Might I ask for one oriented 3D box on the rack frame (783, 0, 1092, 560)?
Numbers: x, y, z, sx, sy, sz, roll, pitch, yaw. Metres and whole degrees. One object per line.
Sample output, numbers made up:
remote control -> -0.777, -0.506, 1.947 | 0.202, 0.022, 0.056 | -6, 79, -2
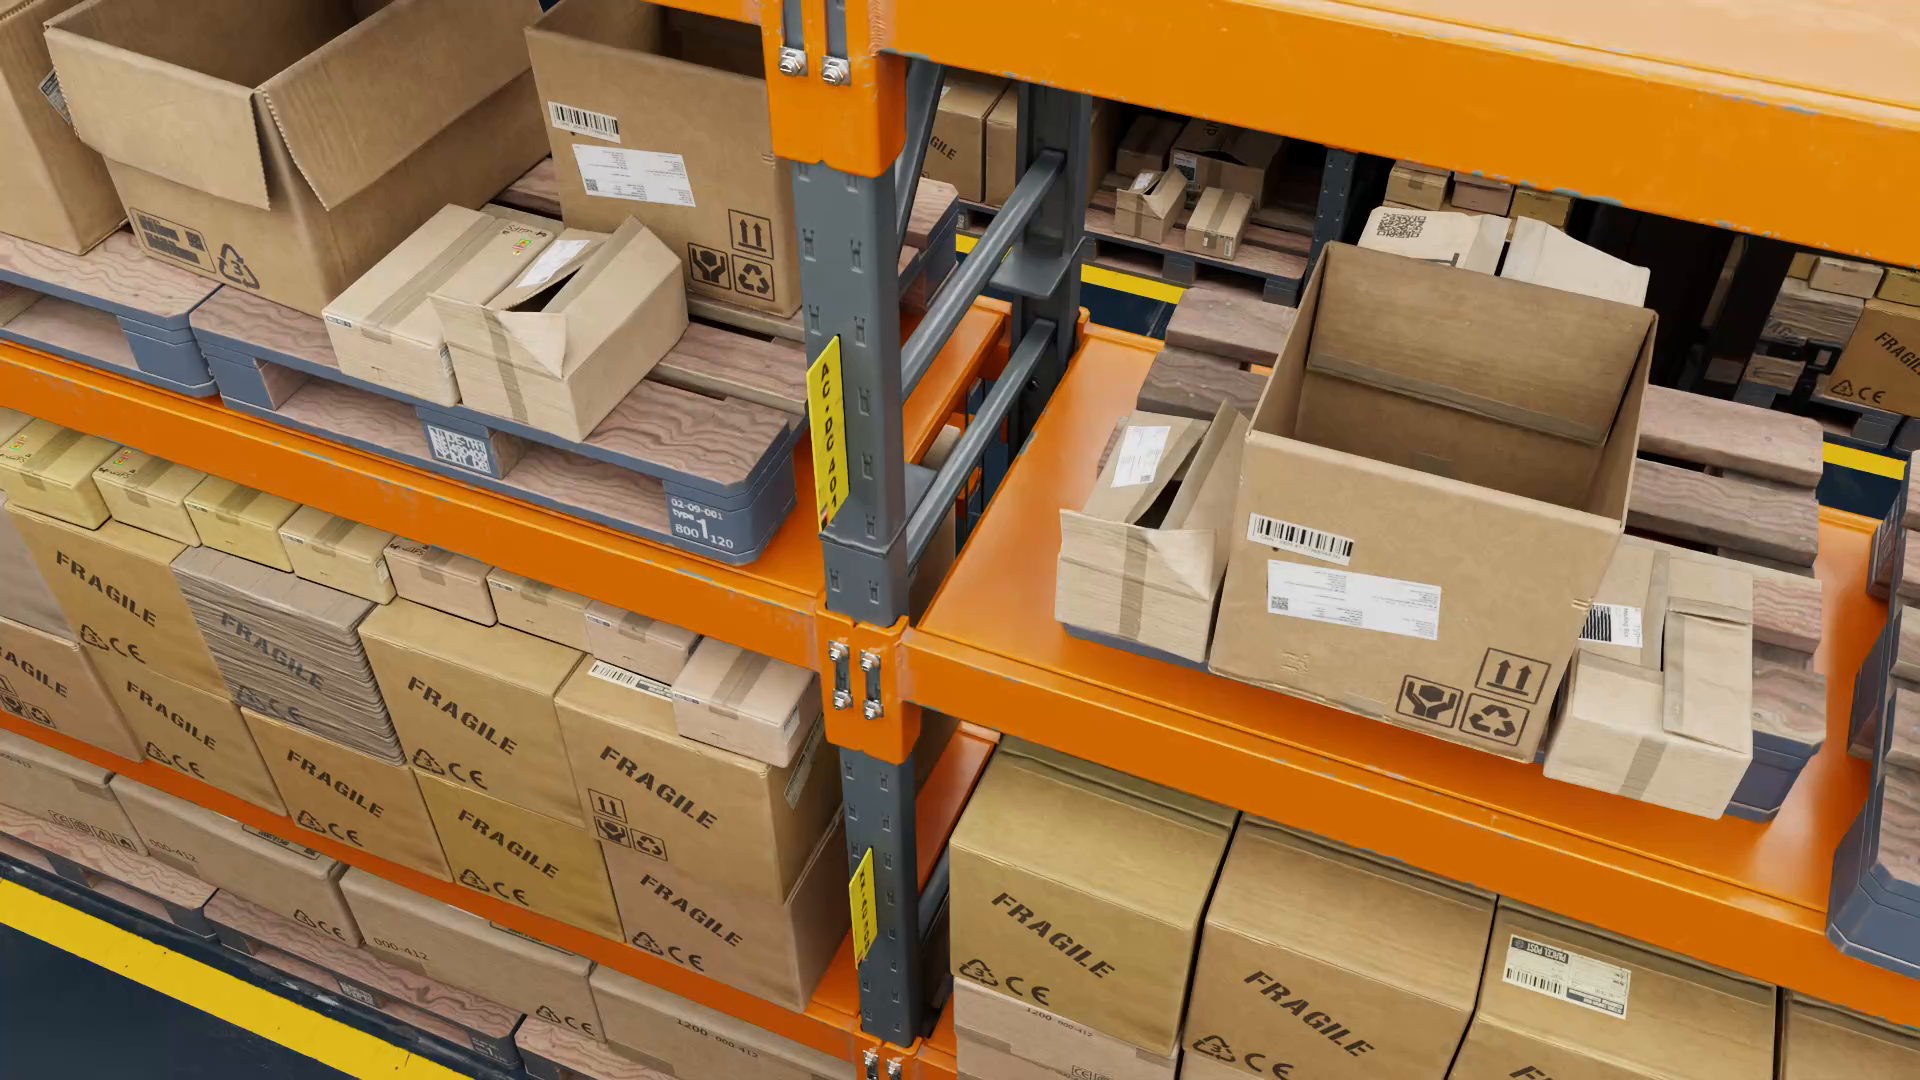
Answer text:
rack frame -> 0.009, -1.373, 2.089 | 0.127, 3.000, 1.000 | 16, 47, 16

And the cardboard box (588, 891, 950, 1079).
cardboard box -> -0.529, 1.273, 5.202 | 0.875, 0.438, 0.875 | 16, 47, 15

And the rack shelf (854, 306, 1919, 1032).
rack shelf -> 1.855, 0.489, 2.855 | 4.000, 0.370, 1.077 | 16, 47, 16

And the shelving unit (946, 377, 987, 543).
shelving unit -> -0.049, -0.387, 6.733 | 0.252, 1.050, 0.215 | 16, 47, 16

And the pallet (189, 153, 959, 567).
pallet -> -0.742, -0.507, 3.408 | 1.213, 0.211, 1.003 | 16, 47, 16

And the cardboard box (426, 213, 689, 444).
cardboard box -> -0.704, -0.411, 2.976 | 0.258, 0.266, 0.396 | 18, 48, 17

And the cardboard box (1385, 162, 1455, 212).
cardboard box -> 2.145, -1.700, 7.686 | 0.250, 0.149, 0.380 | 19, 48, 18

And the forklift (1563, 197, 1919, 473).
forklift -> 2.649, -0.492, 5.505 | 3.031, 2.935, 1.130 | 12, 46, 12

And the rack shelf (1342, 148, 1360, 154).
rack shelf -> 3.762, -1.680, 7.161 | 4.000, 0.370, 1.077 | 16, 47, 16

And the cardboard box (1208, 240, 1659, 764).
cardboard box -> 0.711, -0.066, 2.533 | 0.500, 0.500, 0.500 | 16, 47, 15

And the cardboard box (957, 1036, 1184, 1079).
cardboard box -> 0.314, 1.098, 3.965 | 0.500, 0.250, 0.500 | 15, 47, 15

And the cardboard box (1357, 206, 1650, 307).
cardboard box -> 0.903, -0.324, 2.927 | 0.500, 0.311, 0.500 | 16, 47, 16

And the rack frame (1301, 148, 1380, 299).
rack frame -> 1.917, -2.478, 7.453 | 0.127, 3.000, 1.000 | 16, 47, 16

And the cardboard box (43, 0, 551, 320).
cardboard box -> -1.248, -0.876, 3.274 | 0.637, 0.503, 0.797 | 20, 48, 19

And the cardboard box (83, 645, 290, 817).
cardboard box -> -1.941, 0.344, 4.546 | 0.500, 0.500, 0.500 | 18, 48, 17

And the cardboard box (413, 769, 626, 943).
cardboard box -> -0.994, 0.623, 4.266 | 0.500, 0.500, 0.500 | 15, 47, 15

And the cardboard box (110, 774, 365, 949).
cardboard box -> -2.187, 0.784, 5.693 | 0.875, 0.438, 0.875 | 18, 47, 17

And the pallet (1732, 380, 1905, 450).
pallet -> 3.812, -0.963, 7.908 | 1.213, 0.211, 1.003 | 16, 47, 16

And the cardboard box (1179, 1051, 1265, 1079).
cardboard box -> 0.799, 1.056, 3.653 | 0.500, 0.250, 0.500 | 17, 47, 16

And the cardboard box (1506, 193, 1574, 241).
cardboard box -> 2.772, -1.325, 7.769 | 0.500, 0.500, 0.500 | 16, 47, 15

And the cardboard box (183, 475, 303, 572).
cardboard box -> -1.553, -0.131, 3.854 | 0.250, 0.149, 0.380 | 15, 47, 15

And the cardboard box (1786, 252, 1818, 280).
cardboard box -> 3.635, -1.332, 7.316 | 0.250, 0.149, 0.380 | 17, 47, 16

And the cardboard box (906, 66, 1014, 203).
cardboard box -> -0.024, -2.133, 8.581 | 0.500, 0.500, 0.500 | 17, 47, 17

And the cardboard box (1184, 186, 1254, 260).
cardboard box -> 1.289, -1.577, 8.270 | 0.250, 0.149, 0.380 | 15, 47, 15

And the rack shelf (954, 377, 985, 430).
rack shelf -> -0.049, -0.580, 6.541 | 0.240, 0.259, 0.215 | 16, 47, 16

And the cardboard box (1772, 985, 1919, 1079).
cardboard box -> 1.726, 1.065, 3.112 | 0.500, 0.500, 0.500 | 16, 47, 15

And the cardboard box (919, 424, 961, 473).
cardboard box -> -0.182, -0.121, 3.844 | 0.250, 0.149, 0.380 | 16, 47, 15

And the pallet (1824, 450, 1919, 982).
pallet -> 2.053, 0.402, 2.566 | 1.213, 0.211, 1.003 | 18, 48, 18

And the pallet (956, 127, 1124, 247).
pallet -> 0.153, -2.007, 8.957 | 1.213, 0.211, 1.003 | 16, 47, 16

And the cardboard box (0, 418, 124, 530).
cardboard box -> -2.046, -0.227, 3.951 | 0.250, 0.149, 0.380 | 15, 47, 15

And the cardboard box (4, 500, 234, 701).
cardboard box -> -1.931, -0.001, 4.184 | 0.500, 0.500, 0.500 | 17, 47, 16

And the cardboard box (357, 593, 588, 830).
cardboard box -> -0.998, 0.272, 3.909 | 0.500, 0.500, 0.500 | 16, 47, 15

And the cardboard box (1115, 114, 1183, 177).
cardboard box -> 0.998, -2.068, 8.764 | 0.250, 0.149, 0.380 | 16, 47, 15

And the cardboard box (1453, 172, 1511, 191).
cardboard box -> 2.404, -1.767, 7.541 | 0.250, 0.149, 0.380 | 14, 47, 14

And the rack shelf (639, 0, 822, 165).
rack shelf -> -1.837, -1.519, 3.029 | 4.000, 0.370, 1.077 | 16, 47, 16

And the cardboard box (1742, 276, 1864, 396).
cardboard box -> 3.707, -1.042, 7.484 | 0.500, 0.500, 0.500 | 15, 47, 14

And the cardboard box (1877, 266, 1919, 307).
cardboard box -> 4.109, -1.177, 7.160 | 0.250, 0.149, 0.380 | 16, 47, 15

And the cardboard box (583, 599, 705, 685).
cardboard box -> -0.599, 0.115, 3.607 | 0.250, 0.149, 0.380 | 17, 47, 17

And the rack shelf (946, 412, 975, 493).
rack shelf -> -0.049, -0.379, 6.741 | 0.240, 0.259, 0.215 | 16, 47, 16

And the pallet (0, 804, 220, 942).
pallet -> -2.915, 0.822, 6.113 | 1.213, 0.211, 1.003 | 16, 47, 16

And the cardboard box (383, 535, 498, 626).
cardboard box -> -1.066, -0.016, 3.739 | 0.250, 0.149, 0.380 | 16, 47, 16

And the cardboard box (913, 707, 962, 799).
cardboard box -> -0.323, 0.420, 4.469 | 0.500, 0.500, 0.500 | 18, 48, 17

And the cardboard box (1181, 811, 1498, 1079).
cardboard box -> 0.785, 0.791, 3.388 | 0.500, 0.500, 0.500 | 16, 47, 16

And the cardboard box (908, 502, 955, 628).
cardboard box -> -0.337, 0.077, 4.105 | 0.500, 0.500, 0.500 | 17, 47, 16

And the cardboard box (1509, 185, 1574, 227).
cardboard box -> 2.672, -1.613, 7.598 | 0.250, 0.149, 0.380 | 14, 47, 14

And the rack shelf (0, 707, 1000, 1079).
rack shelf -> -1.837, 0.466, 5.004 | 4.000, 0.370, 1.077 | 16, 47, 16

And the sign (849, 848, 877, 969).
sign -> -0.203, 0.781, 3.508 | 0.005, 0.325, 0.100 | 16, 47, 16

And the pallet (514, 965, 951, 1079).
pallet -> -0.663, 1.485, 5.447 | 1.213, 0.211, 1.003 | 16, 47, 16
